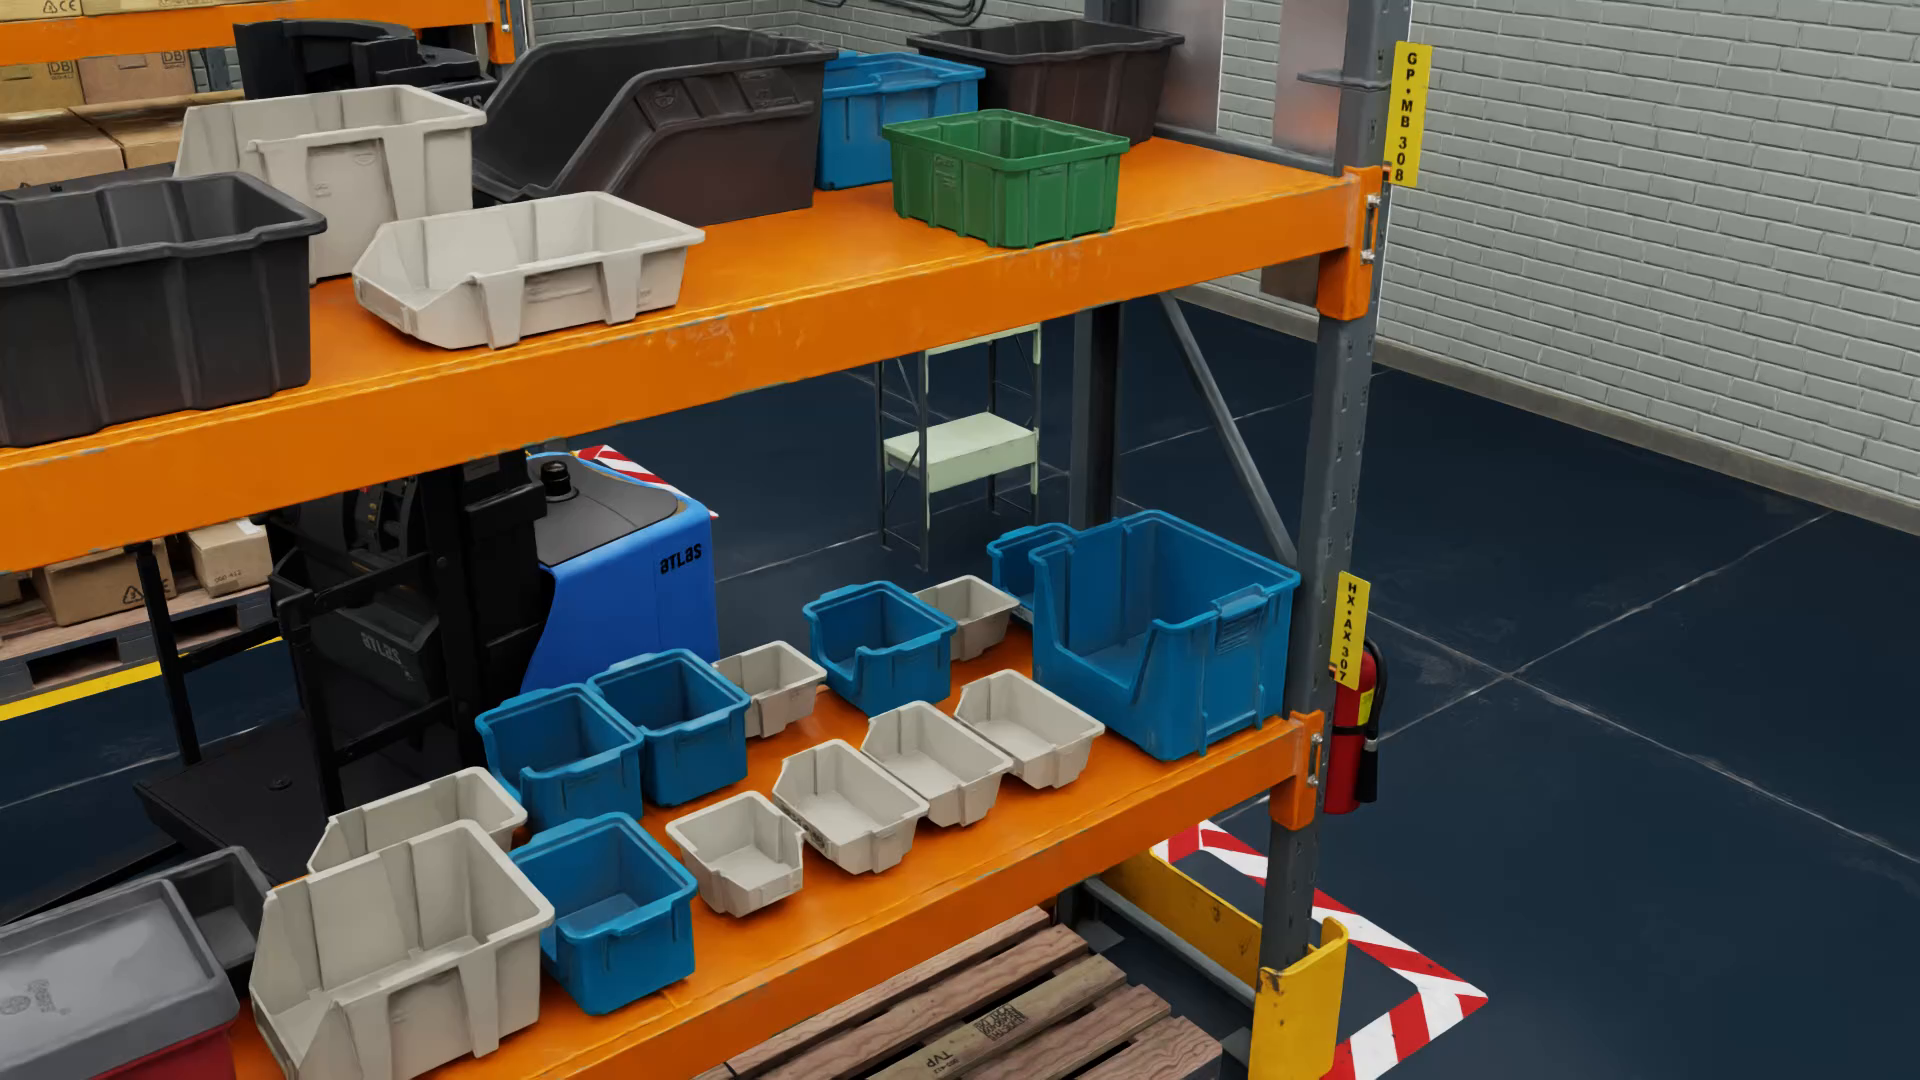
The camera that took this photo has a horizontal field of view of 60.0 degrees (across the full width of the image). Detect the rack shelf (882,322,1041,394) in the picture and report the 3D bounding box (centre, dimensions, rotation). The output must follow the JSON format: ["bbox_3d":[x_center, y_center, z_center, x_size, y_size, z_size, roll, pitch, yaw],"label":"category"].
[{"bbox_3d":[-0.005,-1.033,8.266,0.720,0.370,0.431,-18,31,-34],"label":"rack shelf"}]

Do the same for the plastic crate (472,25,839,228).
[{"bbox_3d":[-0.680,-0.886,3.607,0.767,0.338,0.504,-18,31,-34],"label":"plastic crate"}]

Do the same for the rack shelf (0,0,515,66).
[{"bbox_3d":[-3.935,-2.016,6.823,4.000,0.370,1.077,-18,31,-34],"label":"rack shelf"}]

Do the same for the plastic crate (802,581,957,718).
[{"bbox_3d":[-0.223,0.315,4.636,0.300,0.233,0.416,-18,31,-34],"label":"plastic crate"}]

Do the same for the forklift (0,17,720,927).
[{"bbox_3d":[-2.279,-0.140,5.570,1.130,2.935,3.031,19,31,35],"label":"forklift"}]

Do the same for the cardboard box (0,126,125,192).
[{"bbox_3d":[-3.748,-1.393,6.881,0.500,0.500,0.500,-17,30,-32],"label":"cardboard box"}]

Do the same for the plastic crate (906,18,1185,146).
[{"bbox_3d":[0.217,-1.153,4.264,0.590,0.269,0.497,-18,31,-34],"label":"plastic crate"}]

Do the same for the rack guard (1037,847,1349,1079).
[{"bbox_3d":[0.703,1.264,5.434,0.348,0.500,1.175,-18,31,-34],"label":"rack guard"}]

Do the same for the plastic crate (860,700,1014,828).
[{"bbox_3d":[-0.075,0.575,4.190,0.243,0.136,0.396,-18,31,-34],"label":"plastic crate"}]

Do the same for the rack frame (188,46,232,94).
[{"bbox_3d":[-5.421,-3.142,11.956,0.127,3.000,1.000,-18,31,-34],"label":"rack frame"}]

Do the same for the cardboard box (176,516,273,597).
[{"bbox_3d":[-3.403,0.006,7.918,0.500,0.250,0.500,-18,31,-34],"label":"cardboard box"}]

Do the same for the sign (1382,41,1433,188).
[{"bbox_3d":[1.045,-0.995,3.892,0.005,0.325,0.100,-18,31,-34],"label":"sign"}]

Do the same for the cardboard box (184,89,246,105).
[{"bbox_3d":[-3.280,-1.834,7.833,0.500,0.500,0.500,-18,30,-34],"label":"cardboard box"}]

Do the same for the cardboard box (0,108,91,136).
[{"bbox_3d":[-4.076,-1.574,7.271,0.500,0.500,0.500,-19,31,-34],"label":"cardboard box"}]

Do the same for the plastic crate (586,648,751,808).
[{"bbox_3d":[-0.741,0.486,4.267,0.300,0.233,0.416,-18,31,-34],"label":"plastic crate"}]

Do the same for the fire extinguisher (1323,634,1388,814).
[{"bbox_3d":[1.091,0.456,4.739,0.183,0.674,0.296,-18,31,-34],"label":"fire extinguisher"}]

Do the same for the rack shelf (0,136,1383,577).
[{"bbox_3d":[-0.882,-0.374,3.285,4.000,0.370,1.077,-18,31,-34],"label":"rack shelf"}]

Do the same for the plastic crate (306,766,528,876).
[{"bbox_3d":[-1.271,0.720,3.878,0.466,0.136,0.293,-18,31,-34],"label":"plastic crate"}]

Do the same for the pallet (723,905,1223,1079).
[{"bbox_3d":[0.019,1.606,5.038,1.213,0.211,1.003,-18,31,-34],"label":"pallet"}]

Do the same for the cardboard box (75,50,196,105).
[{"bbox_3d":[-5.816,-3.142,11.600,0.700,0.700,0.980,-17,30,-32],"label":"cardboard box"}]

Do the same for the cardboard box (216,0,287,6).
[{"bbox_3d":[-3.003,-2.447,7.075,0.500,0.250,0.500,-18,31,-34],"label":"cardboard box"}]

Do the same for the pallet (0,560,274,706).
[{"bbox_3d":[-4.007,0.306,7.841,1.213,0.211,1.003,-18,31,-34],"label":"pallet"}]

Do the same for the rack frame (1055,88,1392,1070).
[{"bbox_3d":[0.692,0.140,4.885,0.127,3.000,1.000,-18,31,-34],"label":"rack frame"}]

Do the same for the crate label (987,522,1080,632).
[{"bbox_3d":[0.295,0.144,5.004,0.303,0.233,0.416,-18,31,-34],"label":"crate label"}]

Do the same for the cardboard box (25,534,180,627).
[{"bbox_3d":[-4.034,-0.019,7.672,0.637,0.503,0.797,-18,31,-34],"label":"cardboard box"}]

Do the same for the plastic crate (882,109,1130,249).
[{"bbox_3d":[0.092,-0.773,3.542,0.336,0.188,0.450,-18,31,-34],"label":"plastic crate"}]

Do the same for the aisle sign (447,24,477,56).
[{"bbox_3d":[-2.489,-2.796,8.123,0.004,0.787,0.394,-18,31,-34],"label":"aisle sign"}]

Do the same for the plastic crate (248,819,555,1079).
[{"bbox_3d":[-1.140,0.870,3.381,0.530,0.282,0.437,-18,31,-34],"label":"plastic crate"}]

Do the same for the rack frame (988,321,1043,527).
[{"bbox_3d":[0.283,-0.774,8.635,0.023,1.500,0.400,-18,31,-34],"label":"rack frame"}]

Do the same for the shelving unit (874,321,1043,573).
[{"bbox_3d":[-0.005,-0.679,8.431,0.755,1.500,0.431,-18,31,-34],"label":"shelving unit"}]

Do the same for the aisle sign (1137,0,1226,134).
[{"bbox_3d":[0.566,-1.156,4.590,0.004,0.787,0.394,-18,31,-34],"label":"aisle sign"}]

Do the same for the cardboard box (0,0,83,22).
[{"bbox_3d":[-3.792,-2.188,6.517,0.500,0.250,0.500,-18,31,-34],"label":"cardboard box"}]

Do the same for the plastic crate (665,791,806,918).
[{"bbox_3d":[-0.500,0.738,3.838,0.250,0.136,0.298,-18,31,-34],"label":"plastic crate"}]

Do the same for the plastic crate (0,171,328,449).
[{"bbox_3d":[-1.309,-0.354,2.541,0.590,0.269,0.497,-18,31,-34],"label":"plastic crate"}]
